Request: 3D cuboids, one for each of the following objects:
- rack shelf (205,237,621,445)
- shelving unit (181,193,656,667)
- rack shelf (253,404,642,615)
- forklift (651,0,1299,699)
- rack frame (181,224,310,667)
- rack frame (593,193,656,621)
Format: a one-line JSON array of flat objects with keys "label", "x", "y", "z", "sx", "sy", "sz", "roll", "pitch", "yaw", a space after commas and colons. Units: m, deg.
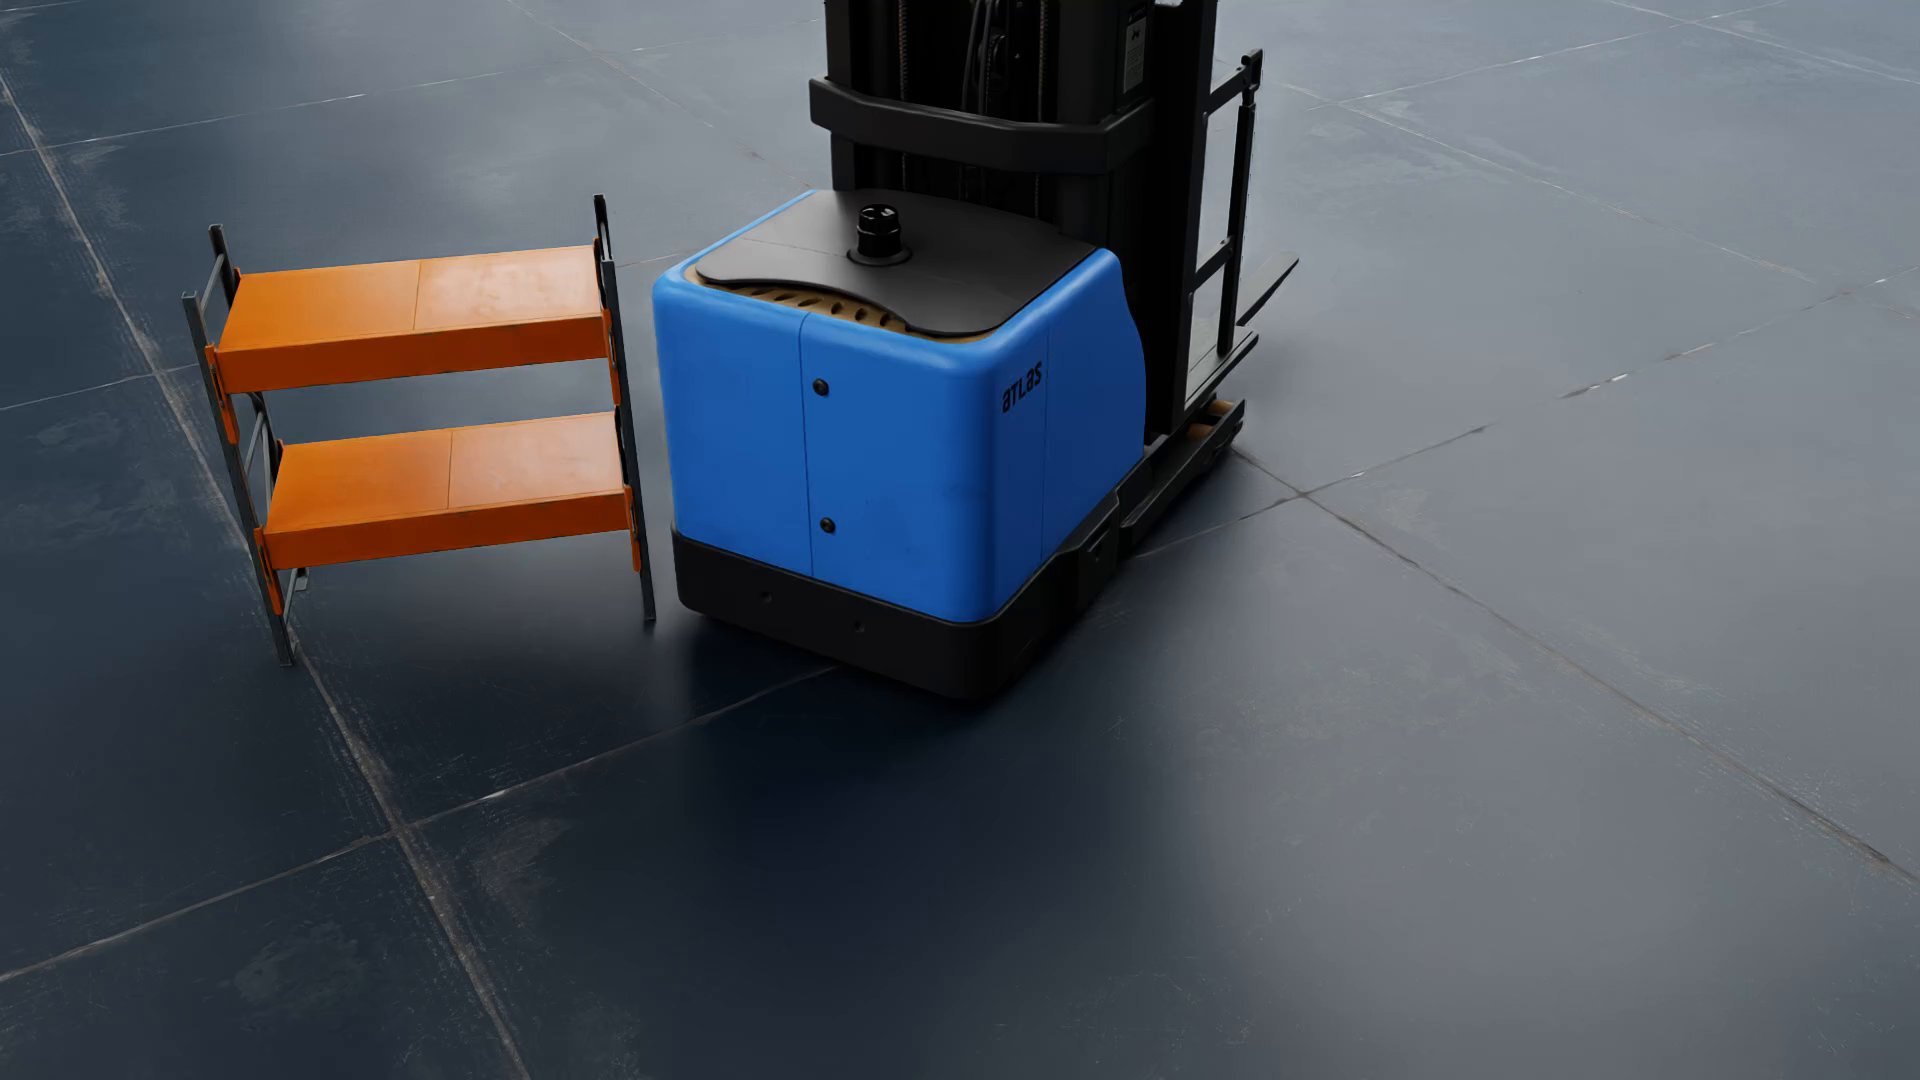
[{"label": "rack shelf", "x": -1.458, "y": -0.557, "z": 4.531, "sx": 1.000, "sy": 0.278, "sz": 0.538, "roll": -7, "pitch": 33, "yaw": -11}, {"label": "shelving unit", "x": -1.458, "y": -0.310, "z": 4.687, "sx": 1.048, "sy": 1.125, "sz": 0.538, "roll": -7, "pitch": 33, "yaw": -11}, {"label": "rack shelf", "x": -1.458, "y": -0.103, "z": 4.817, "sx": 1.000, "sy": 0.278, "sz": 0.538, "roll": -7, "pitch": 33, "yaw": -11}, {"label": "forklift", "x": 0.329, "y": -1.574, "z": 4.999, "sx": 1.130, "sy": 2.935, "sz": 3.031, "roll": 16, "pitch": 36, "yaw": 24}, {"label": "rack frame", "x": -1.953, "y": -0.249, "z": 4.590, "sx": 0.032, "sy": 1.125, "sz": 0.500, "roll": -7, "pitch": 33, "yaw": -11}, {"label": "rack frame", "x": -0.963, "y": -0.371, "z": 4.784, "sx": 0.032, "sy": 1.125, "sz": 0.500, "roll": -7, "pitch": 33, "yaw": -11}]
